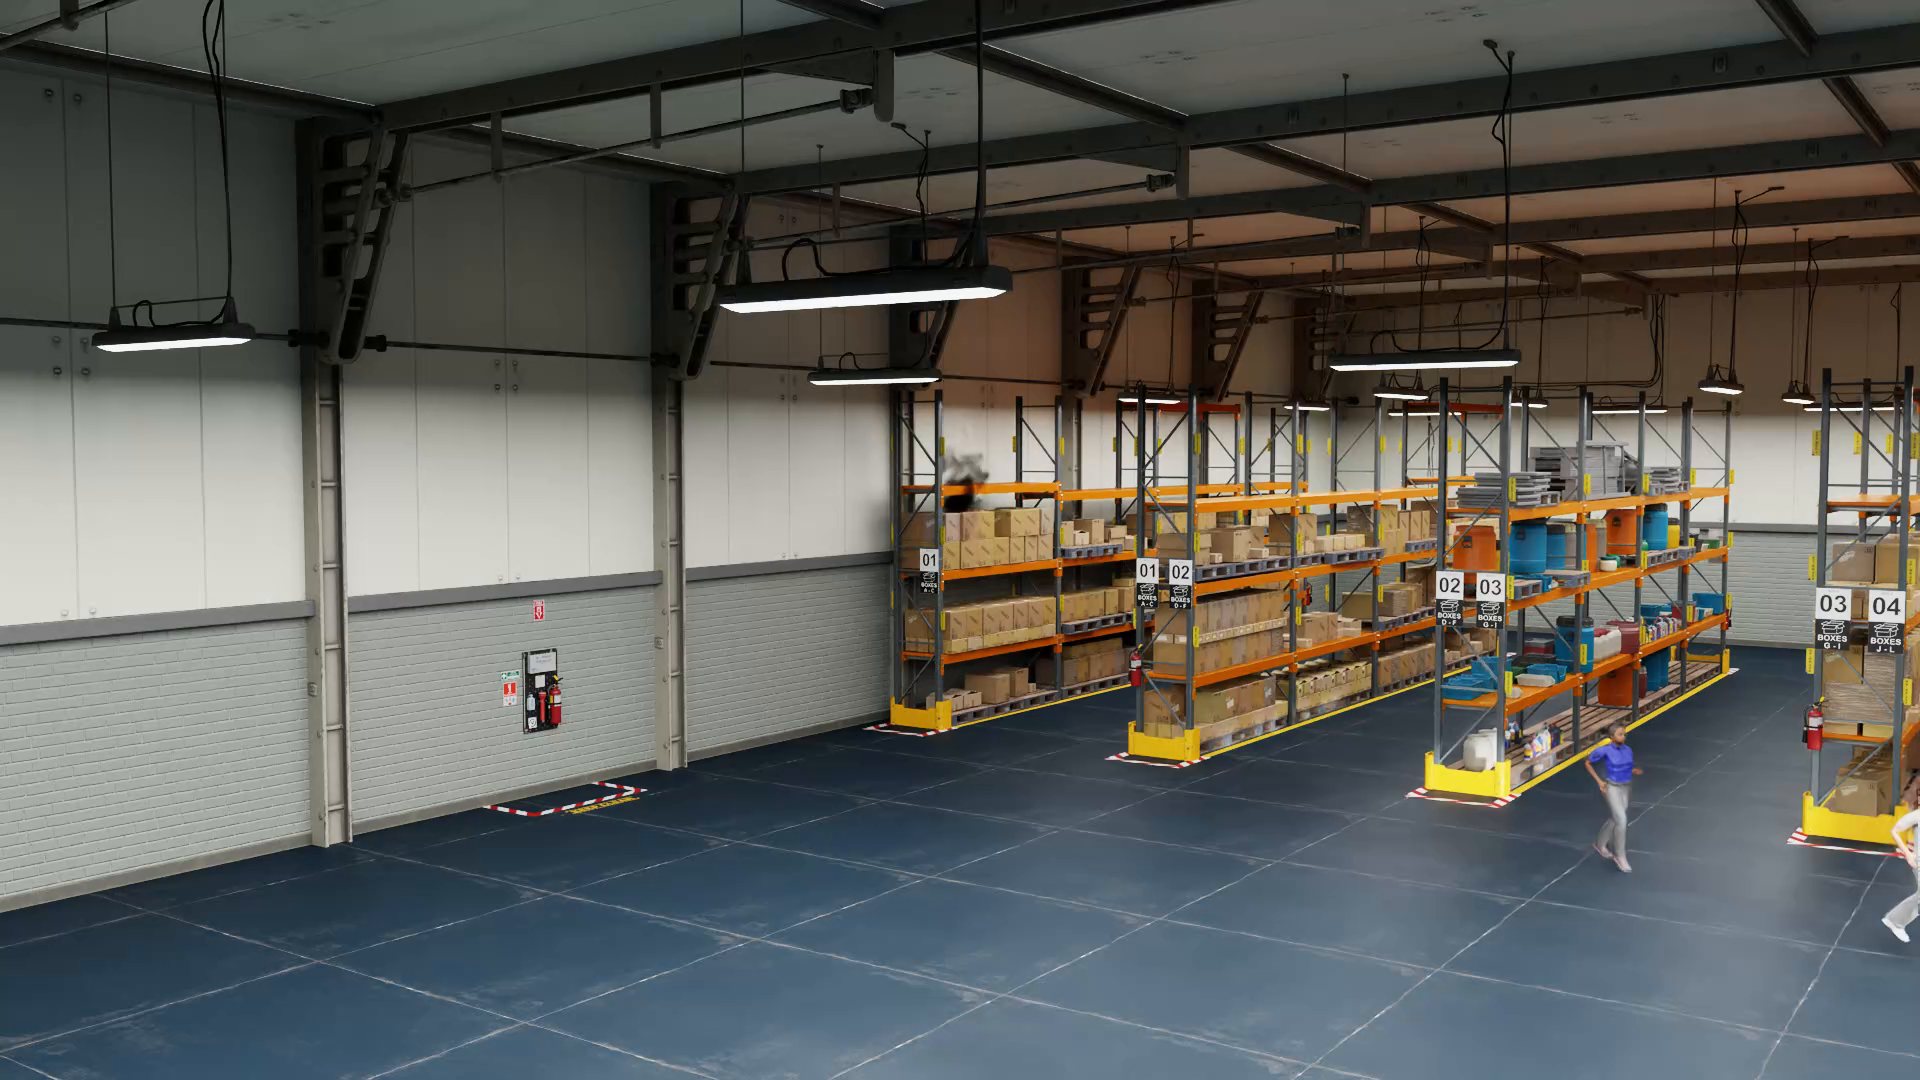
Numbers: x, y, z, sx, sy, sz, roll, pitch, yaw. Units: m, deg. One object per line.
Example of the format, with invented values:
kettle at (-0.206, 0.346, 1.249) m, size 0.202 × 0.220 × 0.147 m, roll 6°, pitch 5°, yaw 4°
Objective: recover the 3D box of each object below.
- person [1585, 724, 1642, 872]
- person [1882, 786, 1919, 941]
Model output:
person at (7.826, 3.055, 19.859) m, size 0.556 × 1.717 × 0.734 m, roll -1°, pitch 4°, yaw -24°
person at (9.491, 3.221, 16.311) m, size 0.557 × 1.674 × 0.947 m, roll -2°, pitch 4°, yaw -28°
